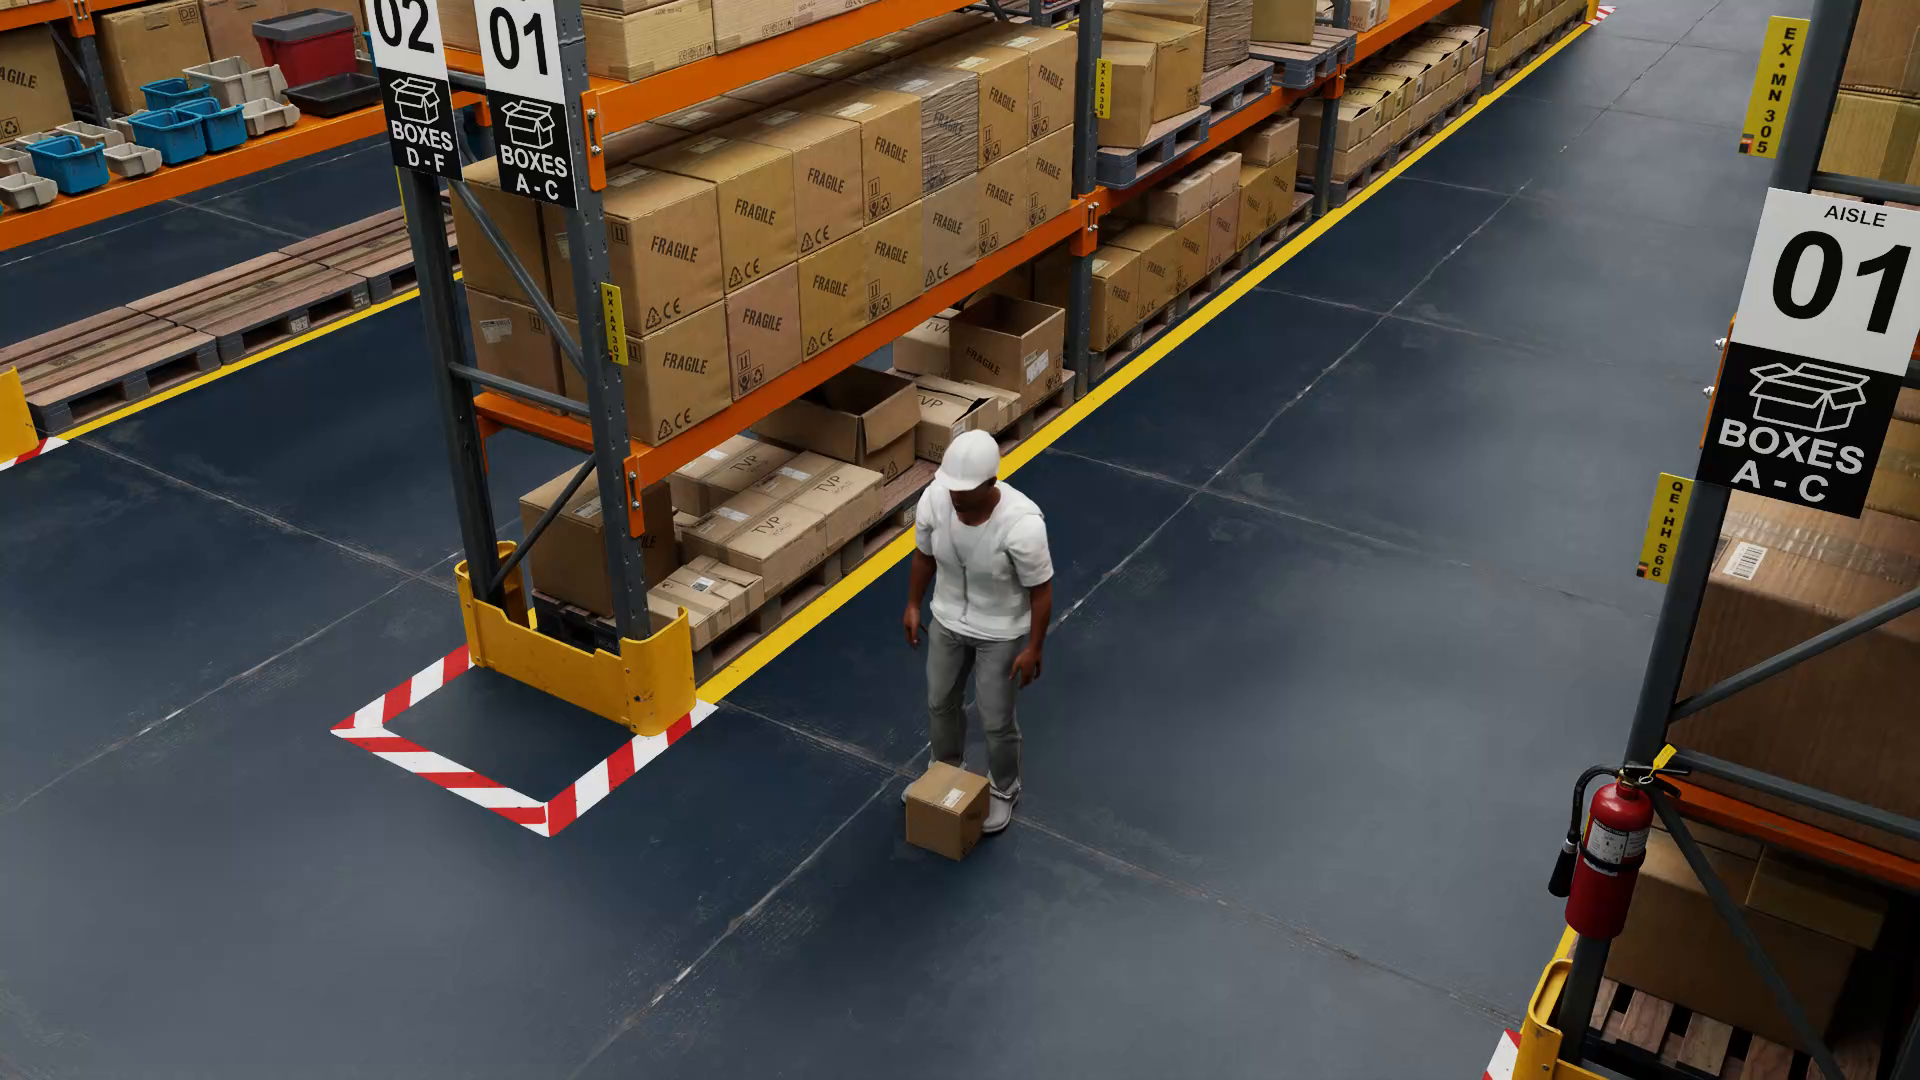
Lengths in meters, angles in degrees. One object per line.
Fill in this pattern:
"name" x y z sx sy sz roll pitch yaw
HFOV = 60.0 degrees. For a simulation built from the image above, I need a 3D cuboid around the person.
"person" 0.057 0.342 6.526 0.628 1.761 0.457 18 35 28
